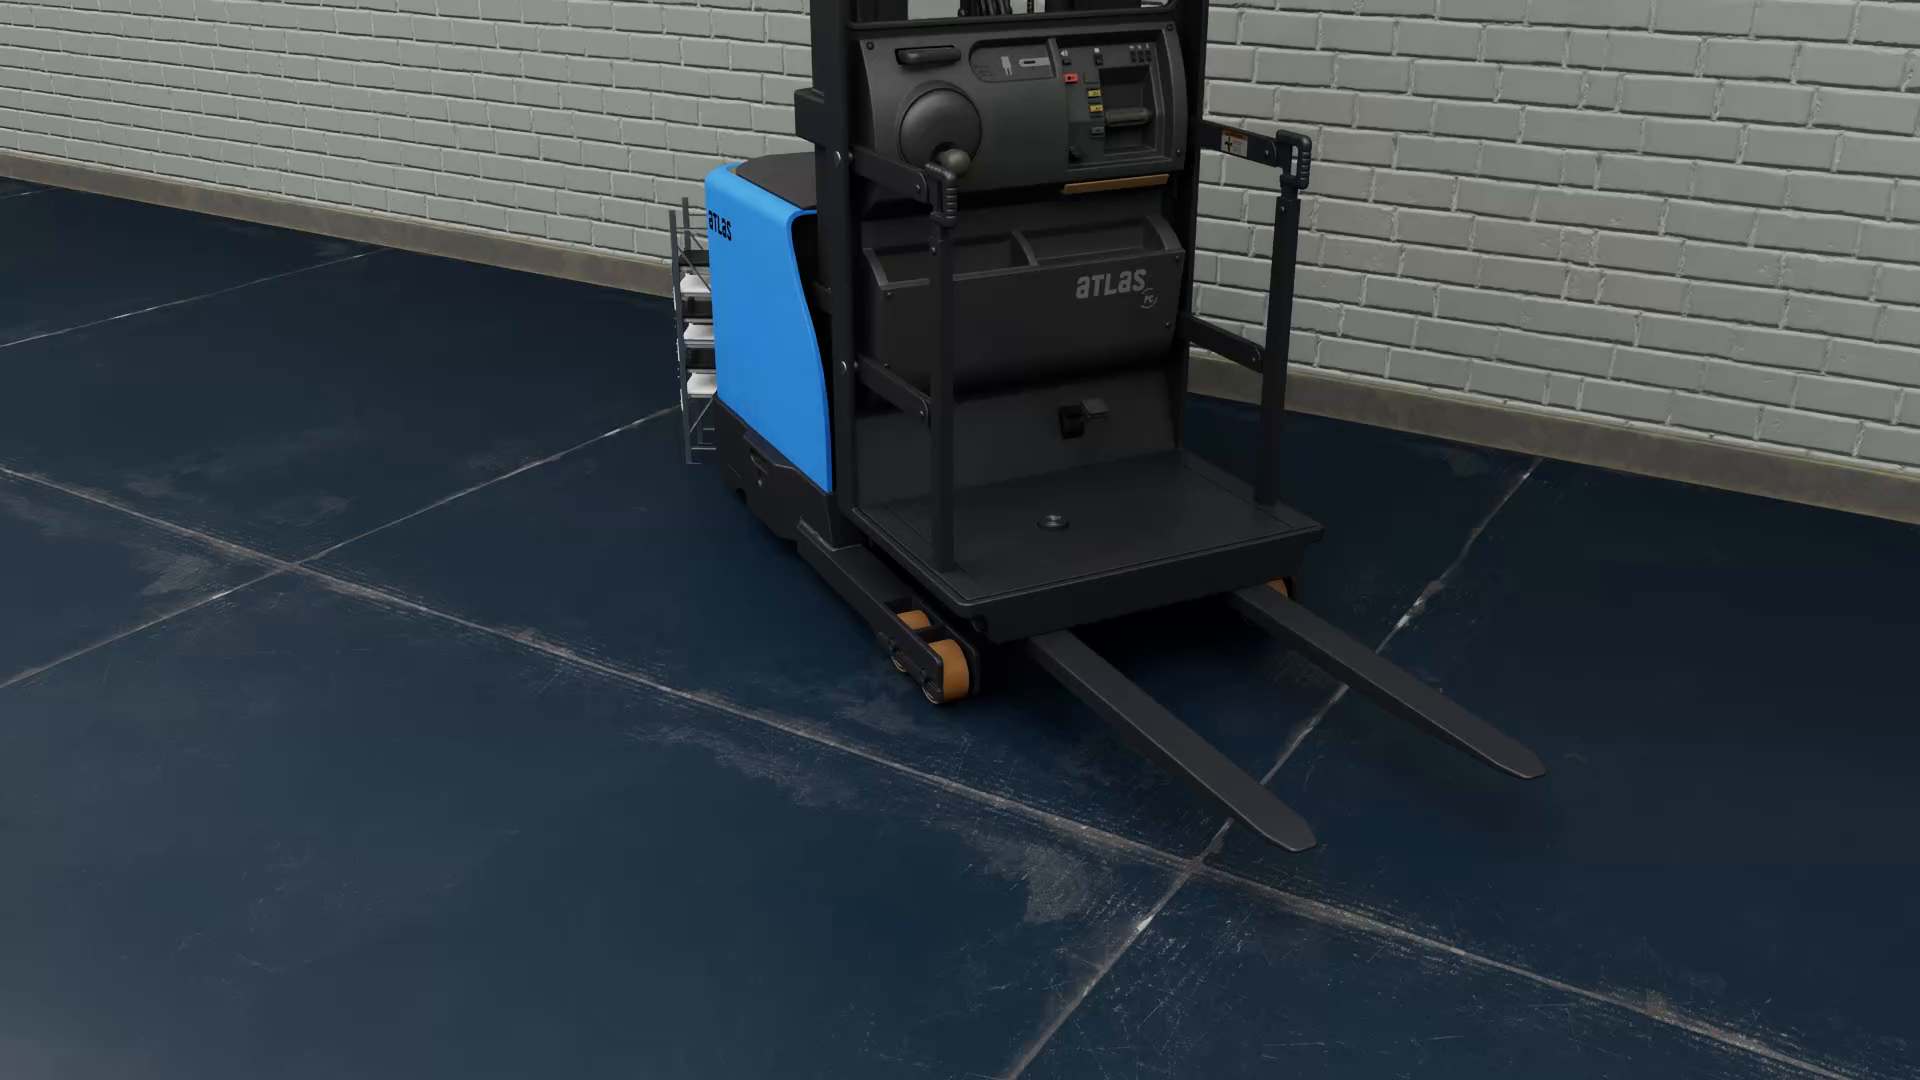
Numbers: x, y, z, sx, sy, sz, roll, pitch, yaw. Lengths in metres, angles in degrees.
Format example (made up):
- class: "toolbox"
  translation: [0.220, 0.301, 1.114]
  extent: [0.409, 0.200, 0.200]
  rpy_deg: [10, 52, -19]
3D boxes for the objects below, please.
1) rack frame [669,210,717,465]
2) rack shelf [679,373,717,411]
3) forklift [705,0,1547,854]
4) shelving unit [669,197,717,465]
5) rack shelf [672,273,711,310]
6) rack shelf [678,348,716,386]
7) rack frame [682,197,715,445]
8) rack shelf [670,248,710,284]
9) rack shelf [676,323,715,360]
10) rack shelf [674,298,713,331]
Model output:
- class: "rack frame"
  translation: [-0.845, -0.678, 5.684]
  extent: [0.240, 0.900, 0.006]
  rpy_deg: [1, 23, 3]
- class: "rack shelf"
  translation: [-0.839, -0.523, 5.862]
  extent: [0.258, 0.077, 0.200]
  rpy_deg: [1, 23, 3]
- class: "forklift"
  translation: [0.278, -1.124, 4.157]
  extent: [1.130, 2.935, 3.031]
  rpy_deg: [-11, 26, -24]
- class: "shelving unit"
  translation: [-0.839, -0.718, 5.777]
  extent: [0.258, 0.900, 0.210]
  rpy_deg: [1, 23, 3]
- class: "rack shelf"
  translation: [-0.839, -0.853, 5.719]
  extent: [0.258, 0.077, 0.200]
  rpy_deg: [1, 23, 3]
- class: "rack shelf"
  translation: [-0.839, -0.605, 5.826]
  extent: [0.258, 0.077, 0.200]
  rpy_deg: [1, 23, 3]
- class: "rack frame"
  translation: [-0.834, -0.759, 5.870]
  extent: [0.240, 0.900, 0.006]
  rpy_deg: [1, 23, 3]
- class: "rack shelf"
  translation: [-0.839, -0.936, 5.683]
  extent: [0.258, 0.077, 0.200]
  rpy_deg: [1, 23, 3]
- class: "rack shelf"
  translation: [-0.839, -0.688, 5.790]
  extent: [0.258, 0.077, 0.200]
  rpy_deg: [1, 23, 3]
- class: "rack shelf"
  translation: [-0.839, -0.770, 5.754]
  extent: [0.258, 0.077, 0.200]
  rpy_deg: [1, 23, 3]
